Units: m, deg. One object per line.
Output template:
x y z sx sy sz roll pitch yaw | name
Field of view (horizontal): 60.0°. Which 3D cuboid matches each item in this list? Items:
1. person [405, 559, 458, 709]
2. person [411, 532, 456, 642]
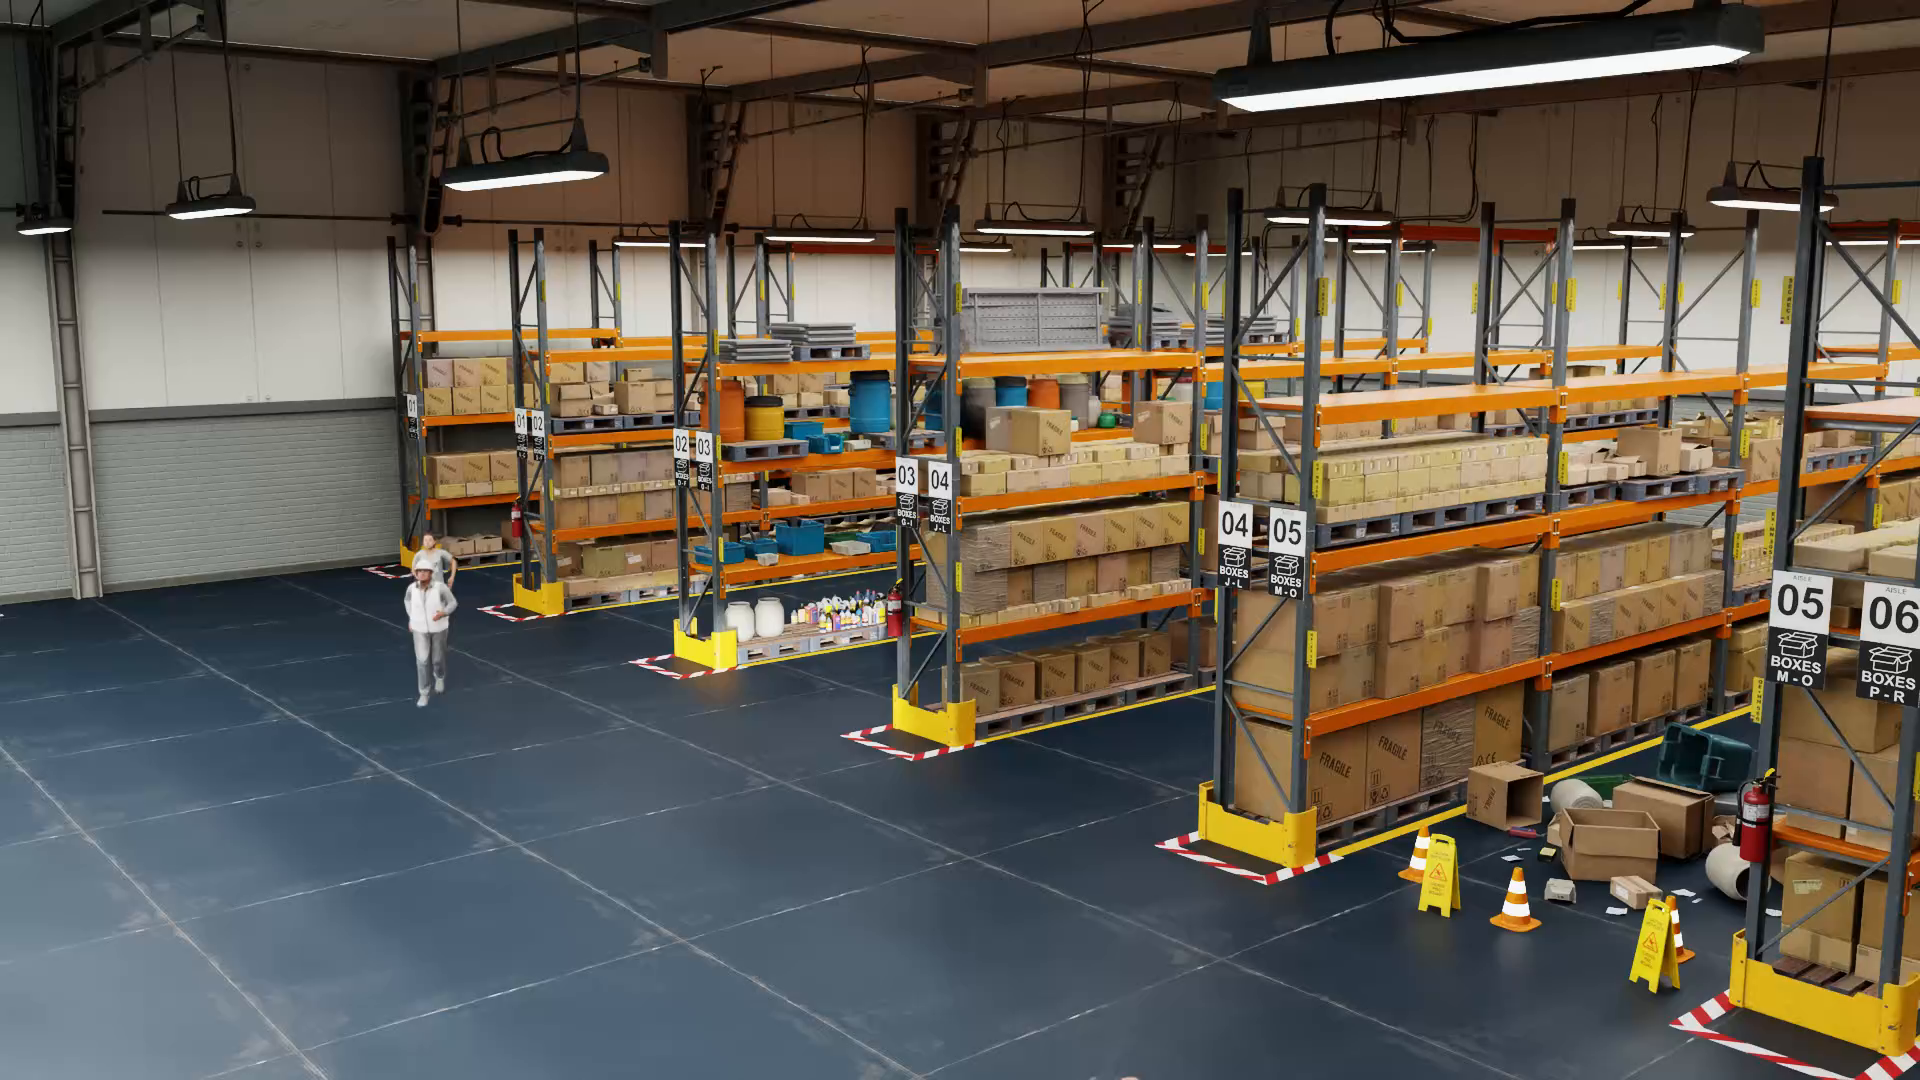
-6.566 1.118 20.681 0.656 1.809 0.837 -2 9 -11 | person
-7.518 0.719 23.742 0.589 1.690 0.683 -1 9 -8 | person
